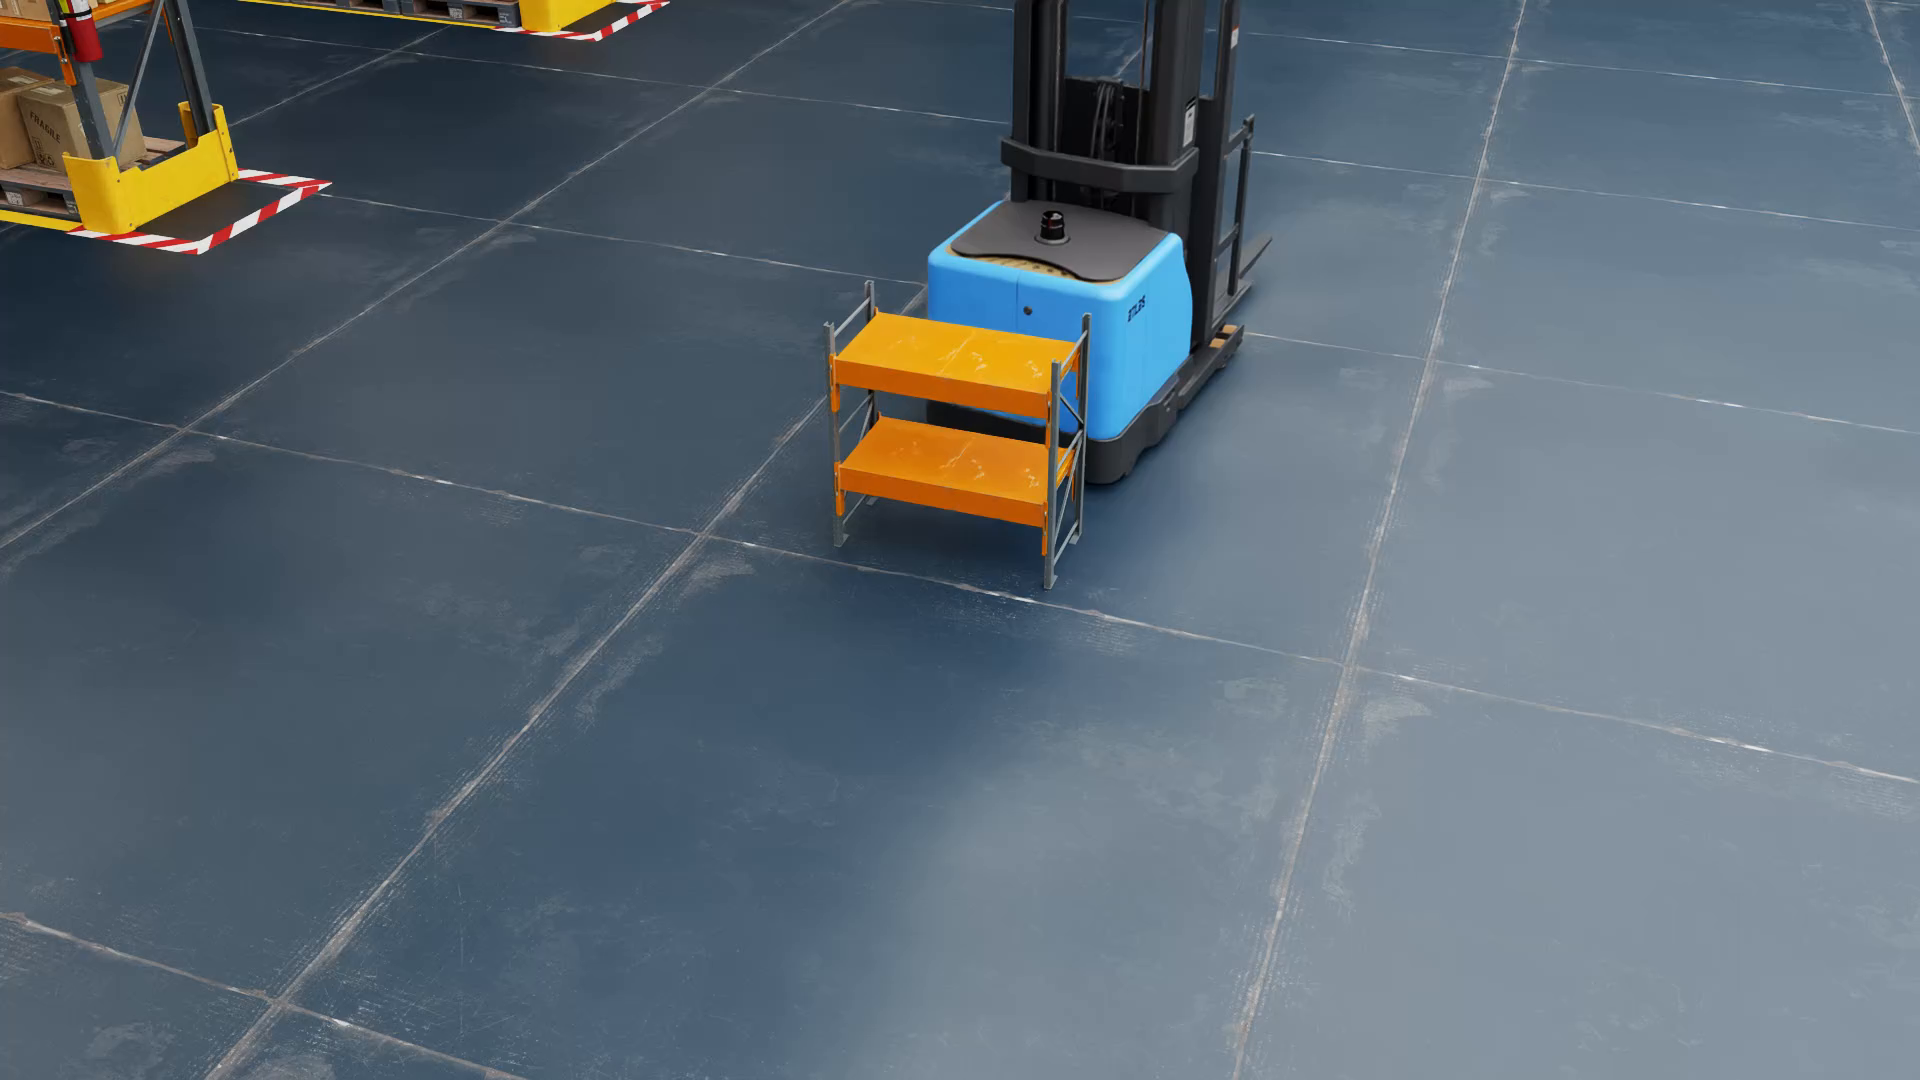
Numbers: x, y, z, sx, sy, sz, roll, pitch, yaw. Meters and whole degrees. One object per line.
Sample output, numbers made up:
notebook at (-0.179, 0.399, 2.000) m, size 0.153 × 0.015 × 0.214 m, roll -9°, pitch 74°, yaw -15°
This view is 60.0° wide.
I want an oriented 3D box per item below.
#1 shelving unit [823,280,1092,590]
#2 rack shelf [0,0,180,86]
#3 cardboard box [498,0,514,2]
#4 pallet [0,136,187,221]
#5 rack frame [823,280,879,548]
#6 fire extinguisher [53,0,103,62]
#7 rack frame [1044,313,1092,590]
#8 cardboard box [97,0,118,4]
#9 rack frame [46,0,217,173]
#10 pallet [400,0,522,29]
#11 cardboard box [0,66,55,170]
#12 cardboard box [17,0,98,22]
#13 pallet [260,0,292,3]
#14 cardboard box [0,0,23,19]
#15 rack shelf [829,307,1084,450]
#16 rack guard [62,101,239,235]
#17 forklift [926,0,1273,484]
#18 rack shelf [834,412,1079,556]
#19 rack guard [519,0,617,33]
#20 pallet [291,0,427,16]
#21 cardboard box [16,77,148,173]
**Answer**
shelving unit at (-0.006, -0.474, 7.447) m, size 1.048 × 1.125 × 0.538 m, roll 11°, pitch 34°, yaw 16°
rack shelf at (-7.228, -3.616, 11.249) m, size 4.000 × 0.370 × 1.077 m, roll 11°, pitch 34°, yaw 16°
cardboard box at (-4.237, -5.441, 14.983) m, size 0.875 × 0.875 × 0.875 m, roll 11°, pitch 35°, yaw 17°
pallet at (-6.169, -2.562, 11.523) m, size 1.213 × 0.211 × 1.003 m, roll 11°, pitch 34°, yaw 16°
rack frame at (-0.485, -0.567, 7.591) m, size 0.032 × 1.125 × 0.500 m, roll 11°, pitch 34°, yaw 16°
fire extinguisher at (-5.393, -3.264, 10.111) m, size 0.183 × 0.674 × 0.296 m, roll 11°, pitch 34°, yaw 16°
rack frame at (0.472, -0.381, 7.303) m, size 0.032 × 1.125 × 0.500 m, roll 11°, pitch 34°, yaw 16°
cardboard box at (-5.533, -3.621, 10.824) m, size 0.250 × 0.149 × 0.380 m, roll 11°, pitch 34°, yaw 16°
rack frame at (-5.345, -3.553, 10.487) m, size 0.127 × 3.000 × 1.000 m, roll 11°, pitch 34°, yaw 16°
pallet at (-4.356, -5.002, 15.302) m, size 1.213 × 0.211 × 1.003 m, roll 11°, pitch 34°, yaw 16°
cardboard box at (-6.502, -2.894, 11.384) m, size 0.500 × 0.500 × 0.500 m, roll 21°, pitch 38°, yaw 29°
cardboard box at (-5.683, -3.394, 10.473) m, size 0.250 × 0.149 × 0.380 m, roll 11°, pitch 34°, yaw 16°
pallet at (-6.653, -5.448, 15.994) m, size 1.213 × 0.211 × 1.003 m, roll 11°, pitch 34°, yaw 16°
cardboard box at (-5.918, -3.440, 10.544) m, size 0.250 × 0.149 × 0.380 m, roll 11°, pitch 34°, yaw 16°
rack shelf at (-0.006, -0.720, 7.288) m, size 1.000 × 0.278 × 0.538 m, roll 11°, pitch 34°, yaw 16°
rack guard at (-5.417, -2.516, 11.187) m, size 0.348 × 0.500 × 1.175 m, roll 11°, pitch 34°, yaw 16°
forklift at (0.945, -2.282, 8.583) m, size 1.130 × 2.935 × 3.031 m, roll 15°, pitch 36°, yaw 22°
rack shelf at (-0.006, -0.268, 7.579) m, size 1.000 × 0.278 × 0.538 m, roll 11°, pitch 34°, yaw 16°
rack guard at (-3.554, -5.012, 15.052) m, size 0.348 × 0.500 × 1.175 m, roll 11°, pitch 34°, yaw 16°
pallet at (-5.500, -5.226, 15.649) m, size 1.213 × 0.211 × 1.003 m, roll 11°, pitch 34°, yaw 16°
cardboard box at (-5.927, -2.802, 11.241) m, size 0.500 × 0.500 × 0.500 m, roll 18°, pitch 37°, yaw 25°
